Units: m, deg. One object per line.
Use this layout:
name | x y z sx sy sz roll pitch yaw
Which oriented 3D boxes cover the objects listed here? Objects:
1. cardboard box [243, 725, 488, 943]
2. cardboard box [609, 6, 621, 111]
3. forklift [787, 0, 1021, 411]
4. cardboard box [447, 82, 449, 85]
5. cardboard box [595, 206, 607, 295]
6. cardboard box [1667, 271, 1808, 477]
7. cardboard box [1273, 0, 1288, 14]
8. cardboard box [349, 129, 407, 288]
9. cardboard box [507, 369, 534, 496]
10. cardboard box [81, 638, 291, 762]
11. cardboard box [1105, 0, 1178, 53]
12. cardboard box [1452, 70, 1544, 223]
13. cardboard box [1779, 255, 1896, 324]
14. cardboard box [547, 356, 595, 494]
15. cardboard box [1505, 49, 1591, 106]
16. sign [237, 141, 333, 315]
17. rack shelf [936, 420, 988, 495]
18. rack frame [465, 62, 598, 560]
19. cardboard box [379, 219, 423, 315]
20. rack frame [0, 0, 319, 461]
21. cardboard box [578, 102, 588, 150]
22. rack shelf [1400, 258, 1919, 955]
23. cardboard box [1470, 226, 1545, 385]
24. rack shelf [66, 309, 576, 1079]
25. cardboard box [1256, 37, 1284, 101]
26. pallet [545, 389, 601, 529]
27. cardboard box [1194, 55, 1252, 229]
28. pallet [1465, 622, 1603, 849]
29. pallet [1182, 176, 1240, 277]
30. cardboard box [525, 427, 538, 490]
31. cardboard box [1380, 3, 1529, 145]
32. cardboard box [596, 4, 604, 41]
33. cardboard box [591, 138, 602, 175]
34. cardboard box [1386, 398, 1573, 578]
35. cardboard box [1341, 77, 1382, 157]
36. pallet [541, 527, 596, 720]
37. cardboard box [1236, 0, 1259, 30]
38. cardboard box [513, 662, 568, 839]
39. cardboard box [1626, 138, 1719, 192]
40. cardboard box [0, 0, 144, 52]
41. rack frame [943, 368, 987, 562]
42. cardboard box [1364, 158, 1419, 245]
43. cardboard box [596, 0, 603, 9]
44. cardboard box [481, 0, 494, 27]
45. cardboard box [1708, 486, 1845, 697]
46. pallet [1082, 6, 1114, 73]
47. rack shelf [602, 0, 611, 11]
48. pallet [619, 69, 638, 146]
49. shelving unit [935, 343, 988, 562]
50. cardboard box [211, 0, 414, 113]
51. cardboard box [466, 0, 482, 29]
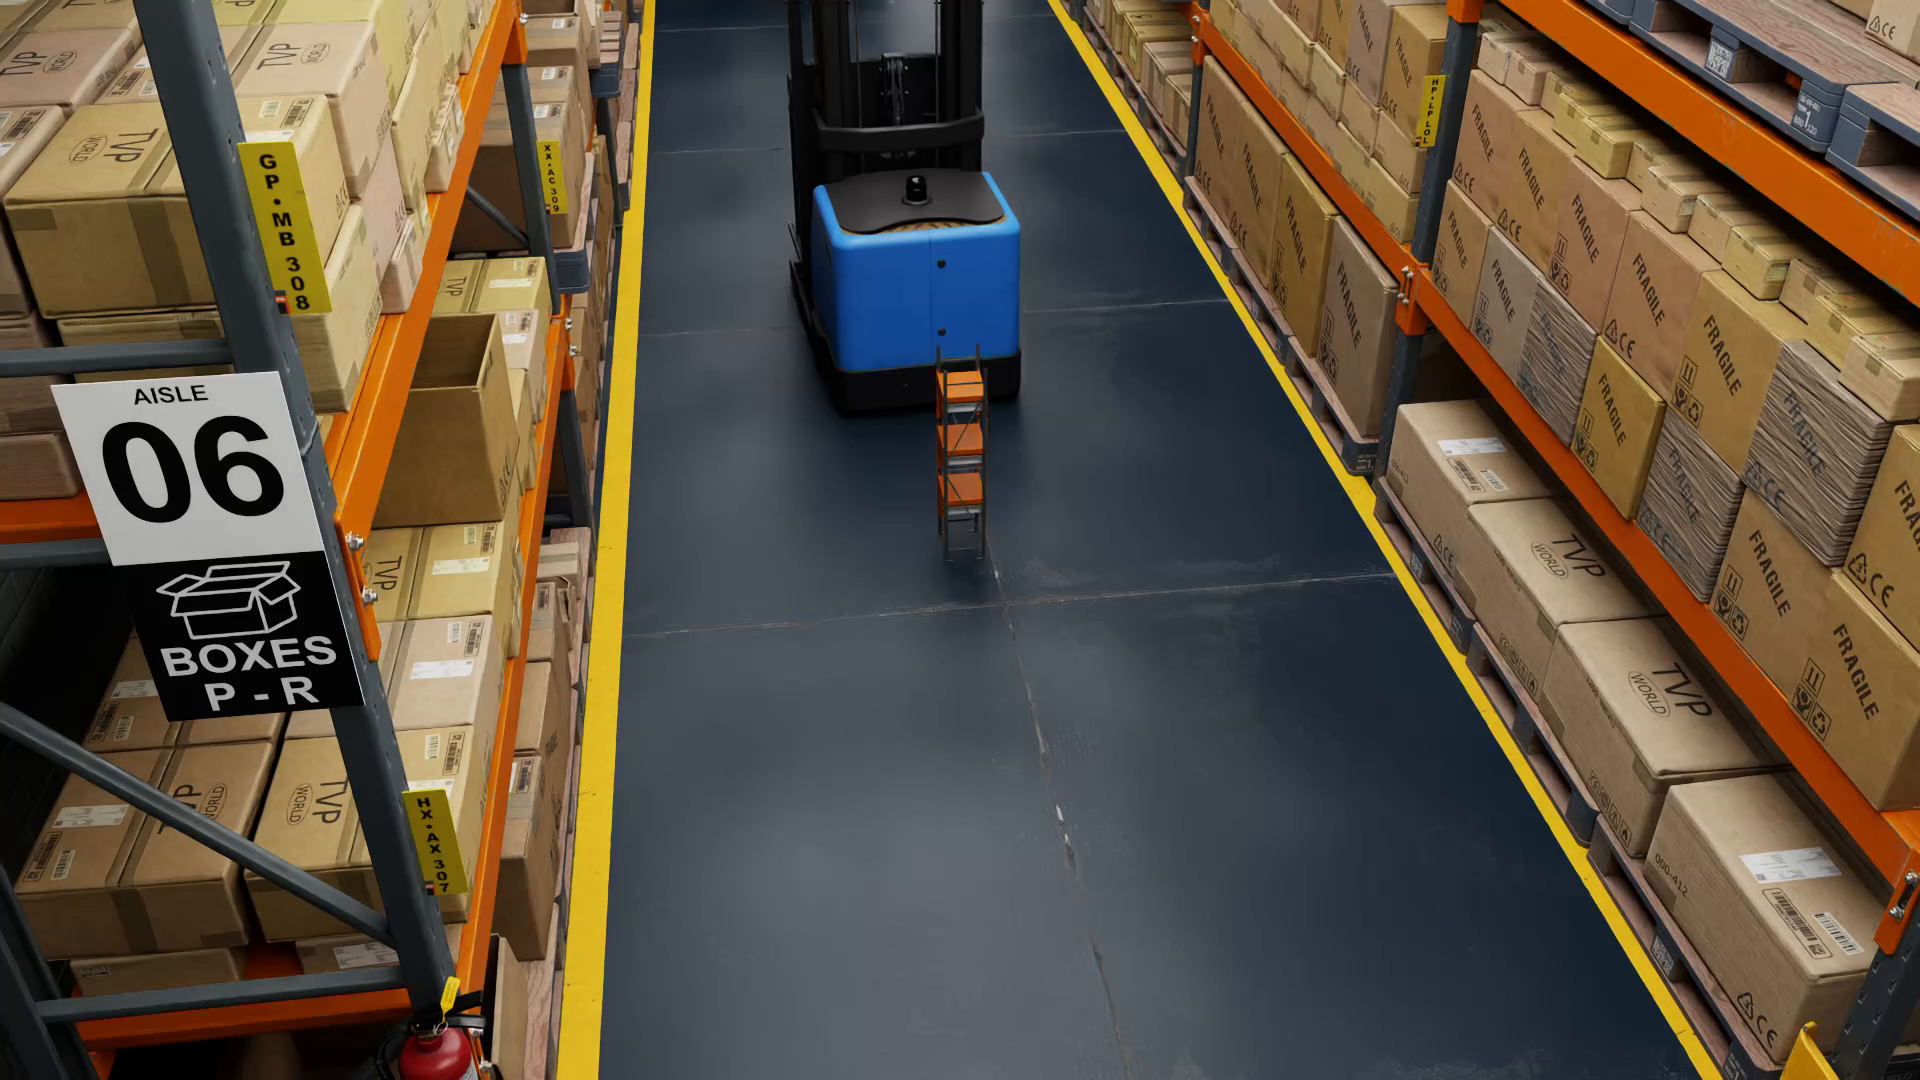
cardboard box | -1.532 0.758 4.344 0.500 0.250 0.500 -4 34 -6
cardboard box | -3.070 -3.653 12.683 0.875 0.625 0.625 -6 35 -8
forklift | -0.468 -2.748 9.680 1.130 2.935 3.031 -7 35 -10
cardboard box | -1.802 -1.381 5.172 0.380 0.149 0.250 -4 34 -6
cardboard box | -2.414 -1.721 9.958 0.500 0.500 0.500 -3 34 -4
cardboard box | 2.717 -0.557 5.427 0.500 0.500 0.500 -5 35 -7
cardboard box | 2.059 -3.345 9.518 0.500 0.500 0.500 -3 34 -5
cardboard box | -1.615 -0.759 3.905 0.500 0.250 0.500 -4 34 -5
cardboard box | -1.829 -0.377 6.009 0.500 0.250 0.500 -5 35 -7
cardboard box | -2.130 0.507 4.712 0.500 0.250 0.500 -4 35 -6
cardboard box | 1.740 -4.376 13.969 0.950 0.372 0.625 -2 34 -3
cardboard box | 2.467 -1.688 7.087 0.500 0.500 0.500 -4 34 -6
cardboard box | 2.800 -0.766 5.158 0.380 0.149 0.250 -5 35 -7
cardboard box | -2.117 -0.567 8.266 0.500 0.500 0.500 -3 34 -4
cardboard box | 2.478 -1.903 6.826 0.380 0.149 0.250 -4 34 -6
sign | -1.200 -0.550 2.953 0.100 0.325 0.005 -4 35 -6
rack shelf | 0.007 -0.395 7.916 0.215 0.259 0.240 -4 35 -6
rack frame | -2.275 -1.140 7.259 1.000 3.000 0.127 -4 35 -6
cardboard box | -1.560 -0.675 4.136 0.380 0.149 0.250 -4 34 -5
rack frame | -1.737 -1.387 2.294 1.000 3.000 0.127 -4 35 -6
cardboard box | -2.082 -2.062 8.359 0.396 0.266 0.258 -3 34 -4
rack shelf | 2.912 -0.105 6.379 1.077 0.370 4.000 -4 35 -6
cardboard box | 2.510 -0.996 6.960 0.500 0.500 0.500 -4 34 -6
rack shelf | -2.006 0.274 5.824 1.077 0.370 4.000 -4 35 -6
cardboard box | 2.073 -2.817 9.854 0.500 0.250 0.500 -3 34 -5
pallet | -2.422 -0.439 8.706 1.003 0.211 1.213 -4 35 -6
cardboard box | 2.115 -2.654 10.994 0.875 0.875 0.875 -5 35 -7
pallet | 2.835 0.747 6.966 1.003 0.211 1.213 -4 35 -6
pallet | 2.136 -2.152 11.220 1.003 0.211 1.213 -4 35 -6
cardboard box | -1.796 -0.302 6.252 0.380 0.149 0.250 -5 35 -7
cardboard box | 2.334 -2.203 7.842 0.500 0.500 0.500 -3 34 -5
cardboard box | -2.345 -3.104 9.992 0.380 0.149 0.250 -4 34 -5
cardboard box | -2.429 -2.374 10.341 0.380 0.149 0.250 -6 35 -9
cardboard box | 2.621 -0.274 7.891 0.875 0.438 0.875 -5 35 -7
cardboard box | 2.268 -2.168 8.458 0.500 0.250 0.500 -4 34 -5
pallet | -2.184 0.396 7.482 1.003 0.211 1.213 -4 35 -6
cardboard box | 1.997 -3.305 10.125 0.500 0.250 0.500 -4 34 -5
cardboard box | -1.774 0.821 6.229 0.500 0.500 0.500 -4 34 -5
cardboard box | 2.649 -1.336 5.994 0.380 0.149 0.250 -4 35 -7
cardboard box | -2.223 -1.219 4.136 0.500 0.250 0.500 -4 34 -6
rack frame | 0.024 -0.336 7.811 0.200 1.050 0.008 -4 35 -6
cardboard box | 2.333 -1.687 8.195 0.500 0.250 0.500 -5 35 -8
cardboard box | -2.631 -3.576 10.967 0.500 0.250 0.500 -4 35 -6
cardboard box | -1.905 -1.960 6.023 0.380 0.149 0.250 -4 35 -6
cardboard box | 2.801 0.143 5.288 0.500 0.500 0.500 -5 35 -7
pallet | 1.673 -4.395 14.512 1.003 0.211 1.213 -4 35 -6
rack shelf | -3.082 -4.191 12.375 1.077 0.370 4.000 -4 35 -6
pallet | -3.046 -3.361 12.995 1.003 0.211 1.213 -4 35 -6
shelving unit | 0.007 -0.404 7.911 0.215 1.050 0.252 -4 35 -6
cardboard box | -1.679 -1.246 4.176 0.500 0.250 0.500 -5 35 -7
cardboard box | -1.882 -1.901 5.581 0.500 0.250 0.500 -5 35 -8
